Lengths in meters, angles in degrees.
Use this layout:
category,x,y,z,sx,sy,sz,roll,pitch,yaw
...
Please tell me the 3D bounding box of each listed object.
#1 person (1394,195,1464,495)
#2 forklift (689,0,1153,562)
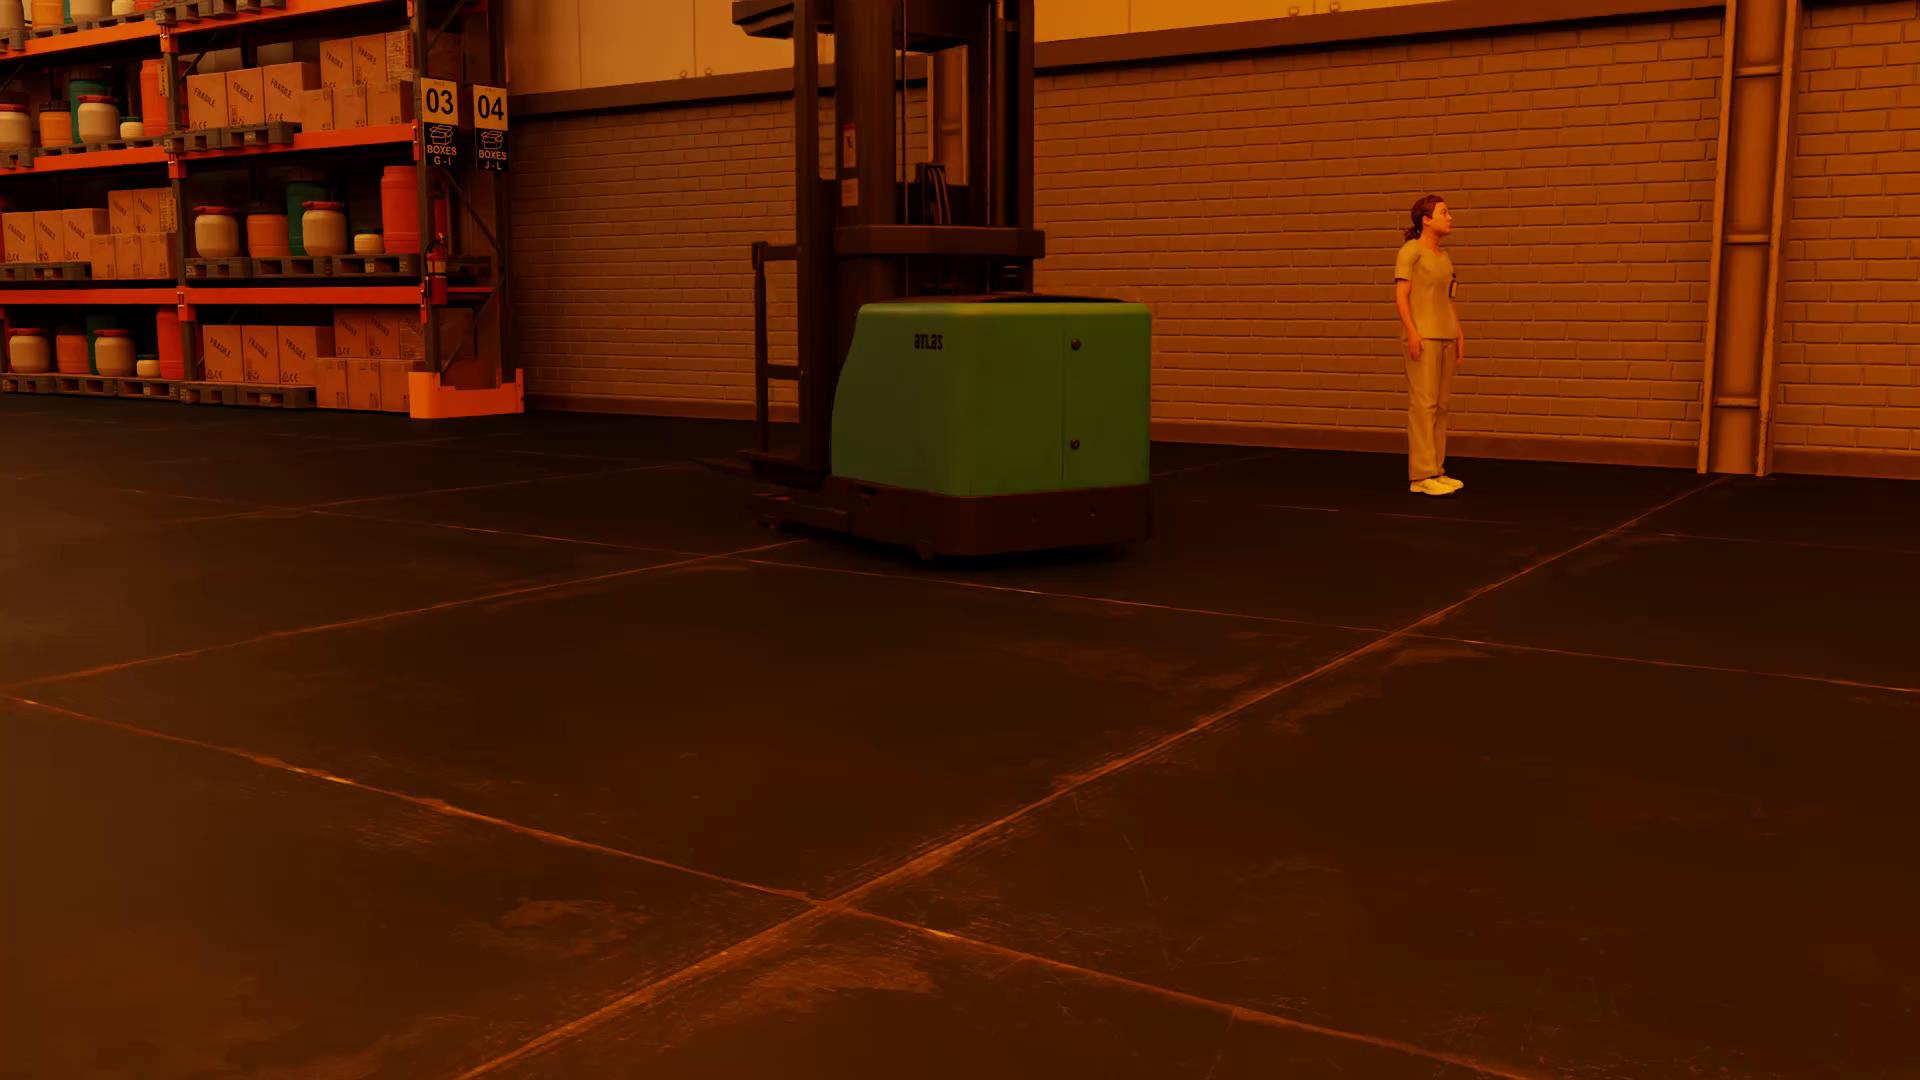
category,x,y,z,sx,sy,sz,roll,pitch,yaw
person,2.732,-1.104,9.441,0.547,1.652,0.528,-7,11,-41
forklift,-0.394,-1.527,7.932,1.130,2.935,3.031,-5,10,-33
